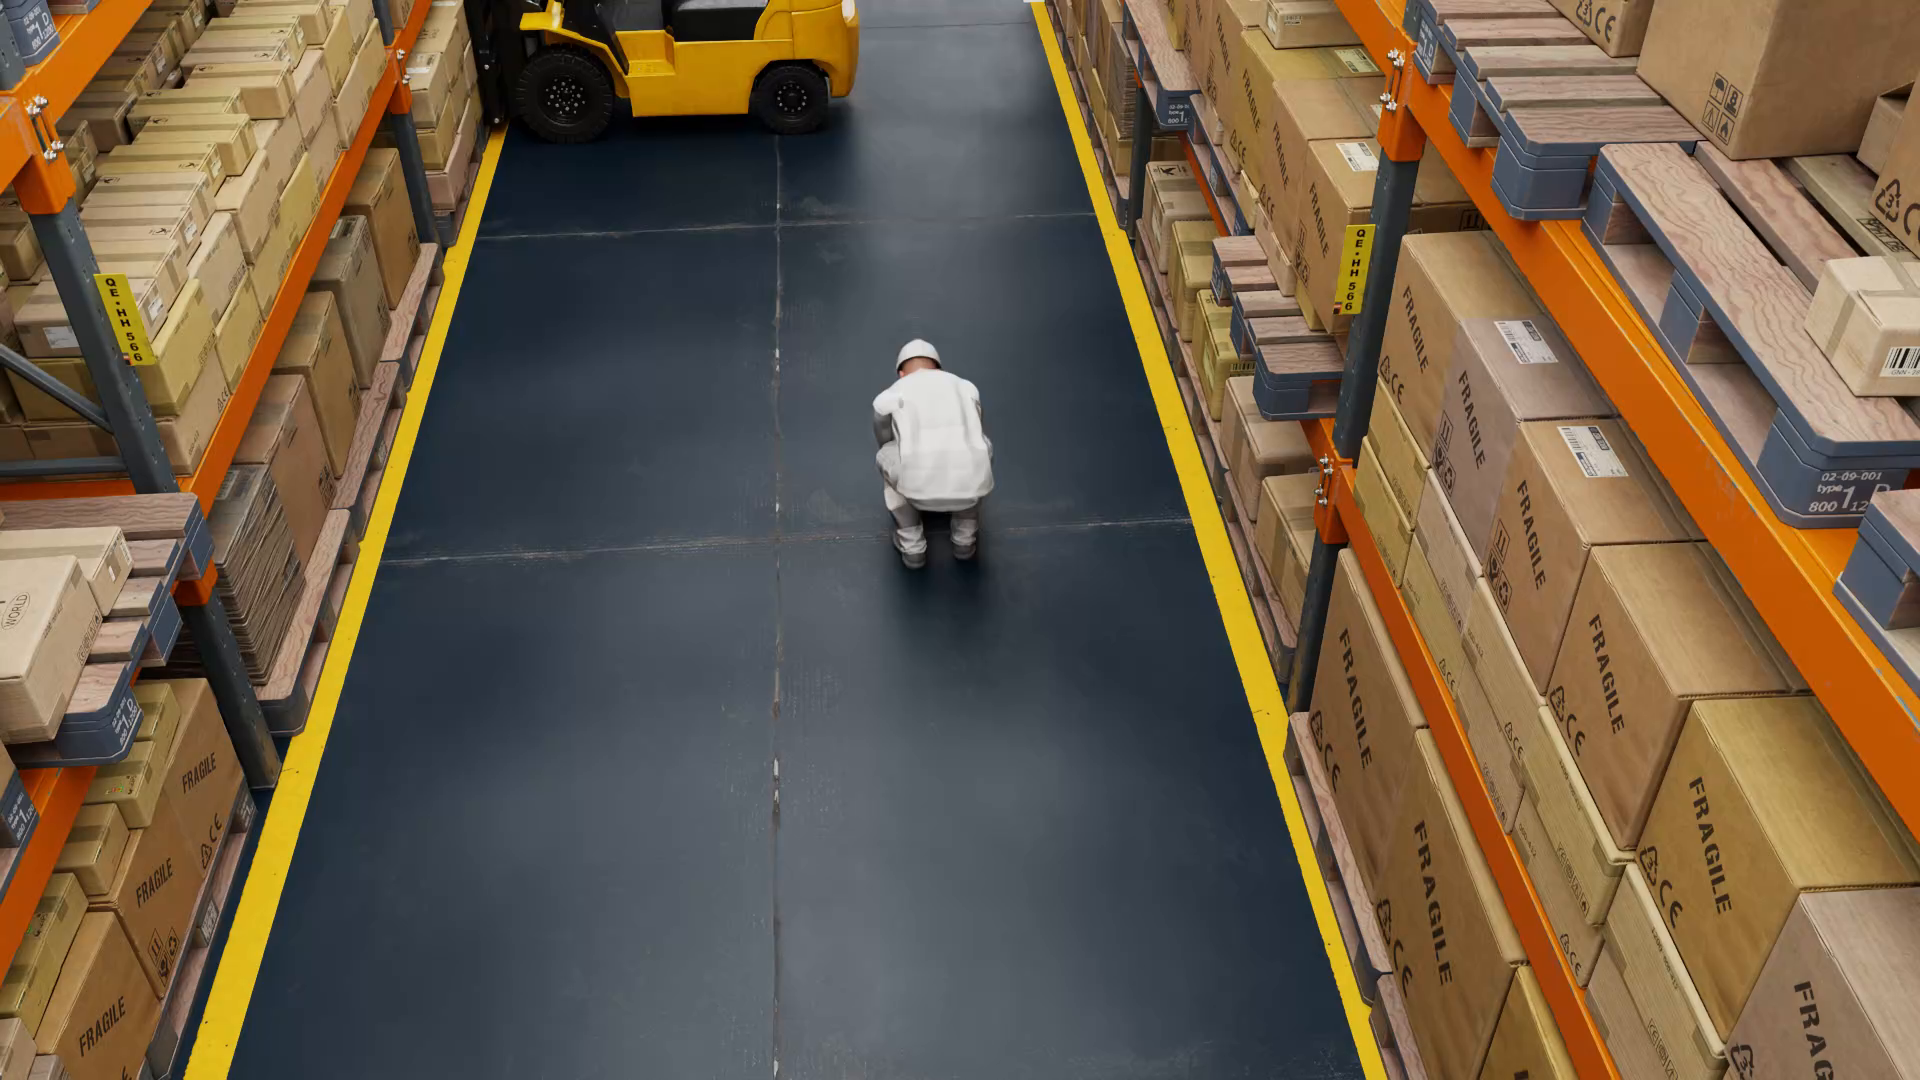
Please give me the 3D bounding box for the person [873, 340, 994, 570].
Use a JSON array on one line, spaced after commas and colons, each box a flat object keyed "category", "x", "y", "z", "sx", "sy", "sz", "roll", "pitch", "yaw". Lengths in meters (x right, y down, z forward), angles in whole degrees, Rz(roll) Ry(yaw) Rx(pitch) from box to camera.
[{"category": "person", "x": -0.114, "y": -0.349, "z": 7.402, "sx": 0.518, "sy": 0.797, "sz": 0.954, "roll": -4, "pitch": 39, "yaw": -5}]
